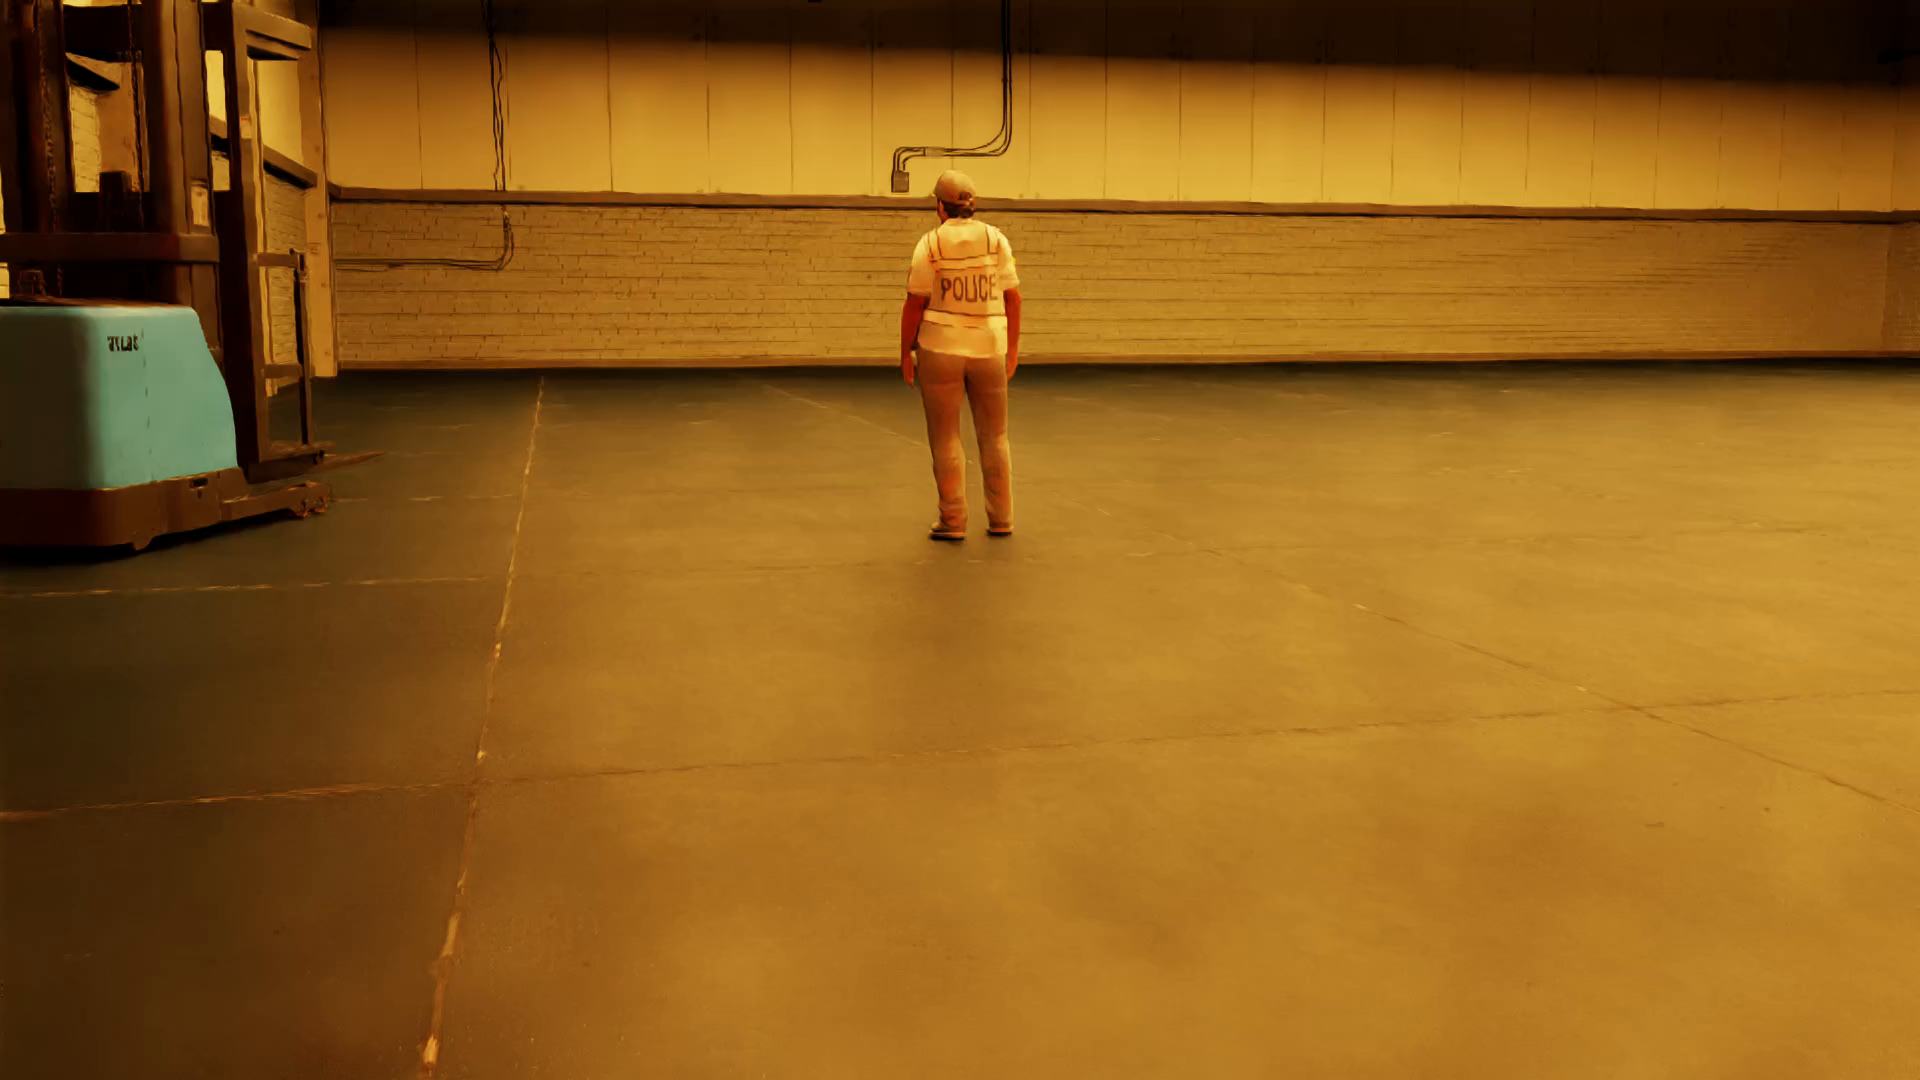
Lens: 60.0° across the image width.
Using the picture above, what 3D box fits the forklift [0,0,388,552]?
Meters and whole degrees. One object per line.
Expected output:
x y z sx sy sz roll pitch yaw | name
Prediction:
-3.921 -1.565 8.317 1.130 2.935 3.031 1 8 6 | forklift

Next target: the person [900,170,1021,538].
0.004 -0.843 7.670 0.598 1.669 0.529 -2 8 -13 | person
